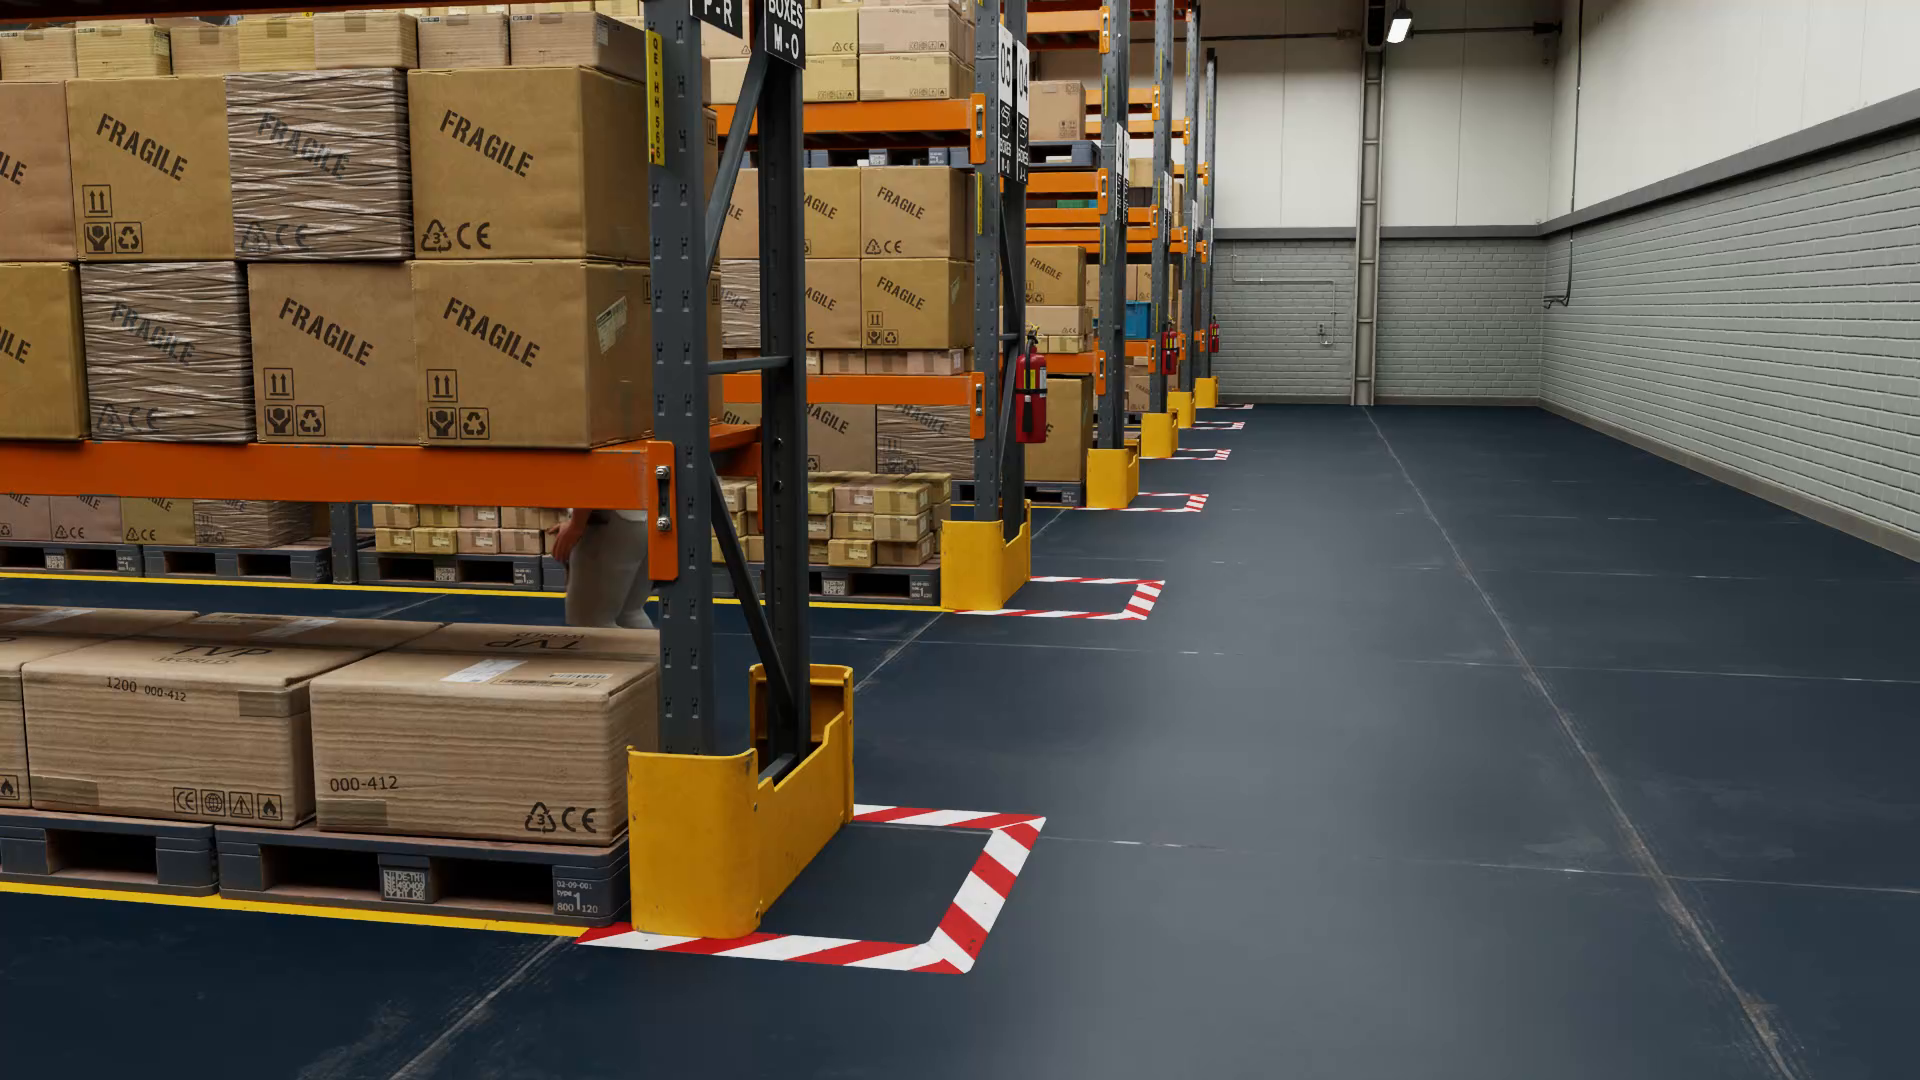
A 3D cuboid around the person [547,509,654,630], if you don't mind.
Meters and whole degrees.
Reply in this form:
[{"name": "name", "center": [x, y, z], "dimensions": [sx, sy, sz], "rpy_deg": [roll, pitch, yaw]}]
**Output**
[{"name": "person", "center": [-1.320, -0.065, 6.375], "dimensions": [0.408, 1.729, 0.541], "rpy_deg": [2, 8, 12]}]
